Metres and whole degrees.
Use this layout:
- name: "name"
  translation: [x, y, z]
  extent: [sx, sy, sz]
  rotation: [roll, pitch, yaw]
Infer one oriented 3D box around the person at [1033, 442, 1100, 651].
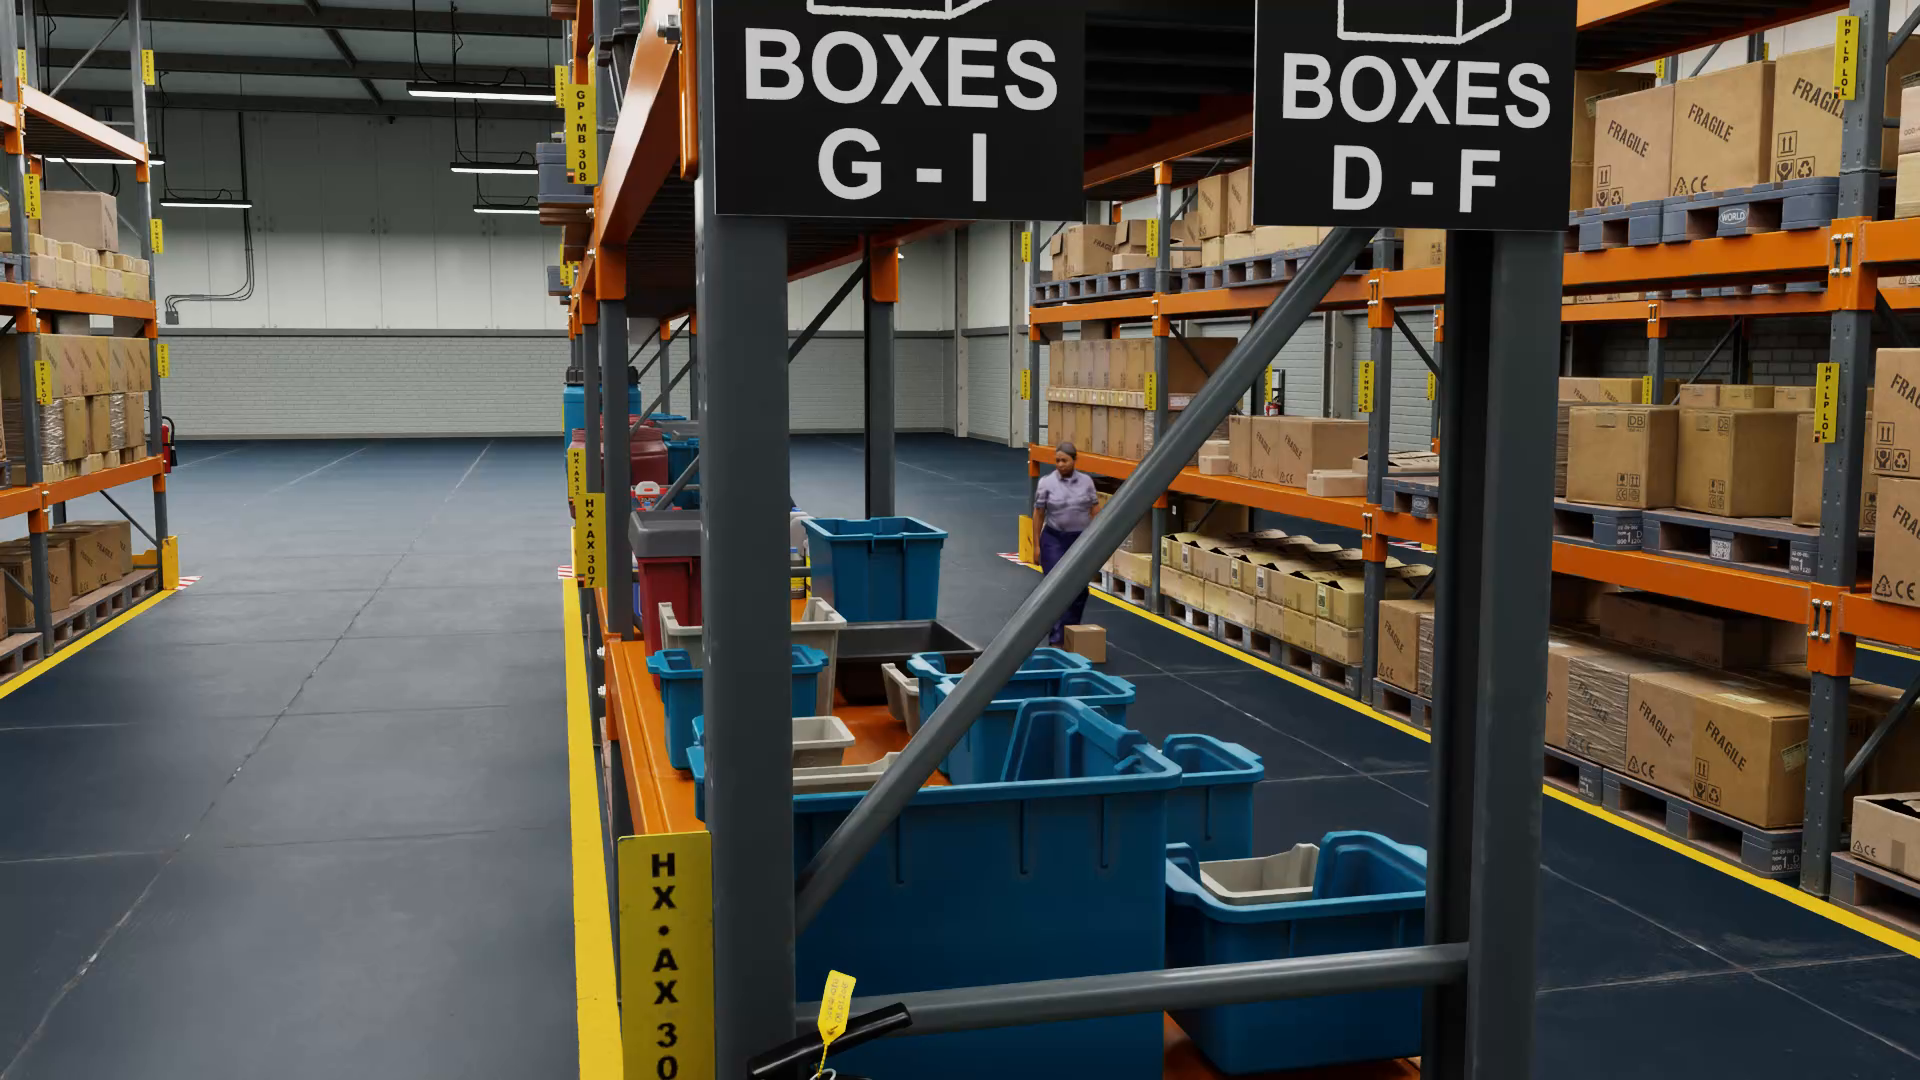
- name: "person"
  translation: [0.869, 0.040, 12.889]
  extent: [0.621, 1.609, 0.912]
  rotation: [-2, 7, -17]
